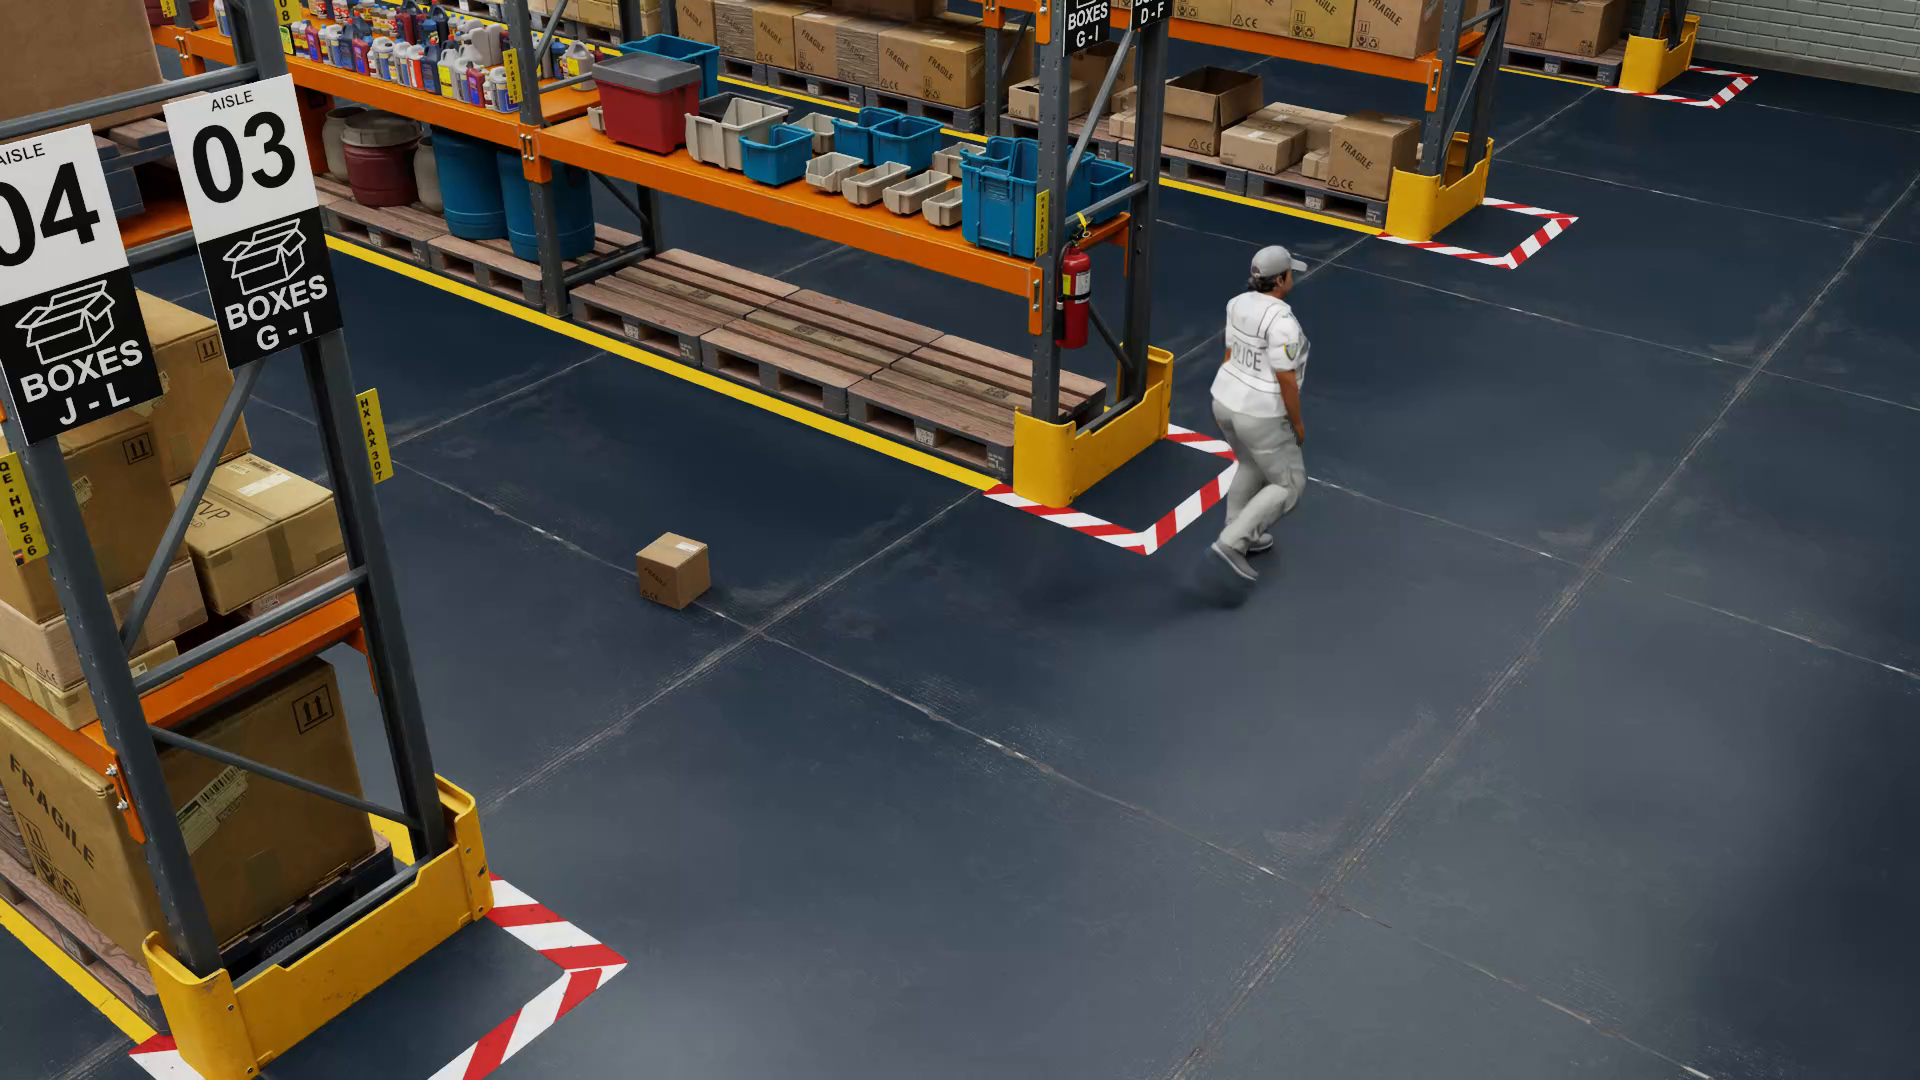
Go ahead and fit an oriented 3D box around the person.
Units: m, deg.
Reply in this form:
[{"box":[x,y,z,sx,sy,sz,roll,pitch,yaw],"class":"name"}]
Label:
[{"box":[1.427,-0.590,8.114,0.606,1.640,0.635,-14,34,-22],"class":"person"}]
